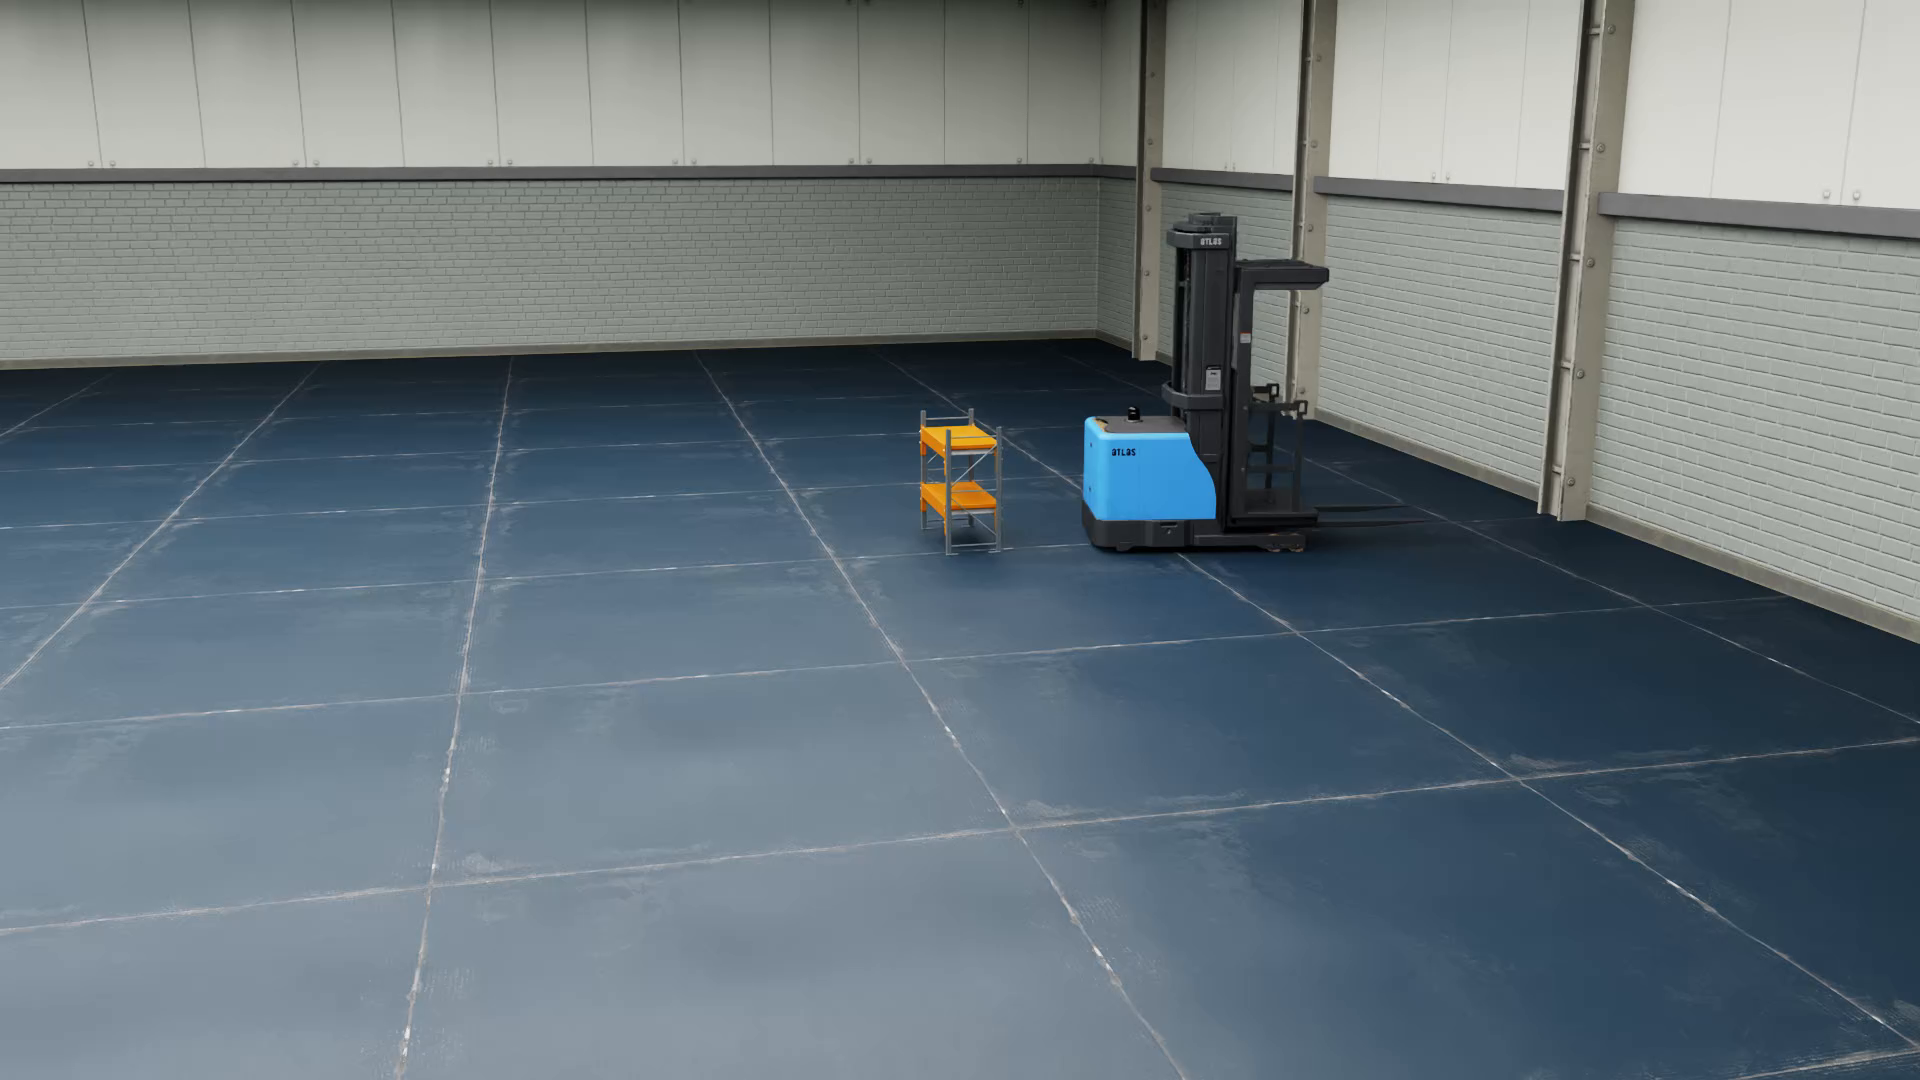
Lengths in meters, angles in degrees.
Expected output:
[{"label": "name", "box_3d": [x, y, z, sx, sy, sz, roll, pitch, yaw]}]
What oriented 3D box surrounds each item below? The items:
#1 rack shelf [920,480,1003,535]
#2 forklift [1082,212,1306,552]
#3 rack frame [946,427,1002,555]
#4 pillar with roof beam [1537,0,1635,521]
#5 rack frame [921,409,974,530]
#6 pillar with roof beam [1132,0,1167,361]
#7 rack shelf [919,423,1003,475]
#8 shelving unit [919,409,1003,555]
[{"label": "rack shelf", "box_3d": [0.002, -0.307, 15.168, 0.538, 0.278, 1.000, -3, 14, -13]}, {"label": "forklift", "box_3d": [2.680, -1.438, 14.959, 3.031, 2.935, 1.130, -1, 14, -4]}, {"label": "rack frame", "box_3d": [0.121, -0.428, 14.630, 0.500, 1.125, 0.032, -3, 14, -13]}, {"label": "pillar with roof beam", "box_3d": [1.688, -4.366, 14.160, 9.100, 9.000, 0.400, -3, 14, -13]}, {"label": "rack frame", "box_3d": [-0.118, -0.662, 15.590, 0.500, 1.125, 0.032, -3, 14, -13]}, {"label": "pillar with roof beam", "box_3d": [-1.130, -7.134, 25.491, 9.100, 9.000, 0.400, -3, 14, -13]}, {"label": "rack shelf", "box_3d": [0.002, -0.829, 15.041, 0.538, 0.278, 1.000, -3, 14, -13]}, {"label": "shelving unit", "box_3d": [0.002, -0.545, 15.110, 0.538, 1.125, 1.048, -3, 14, -13]}]
